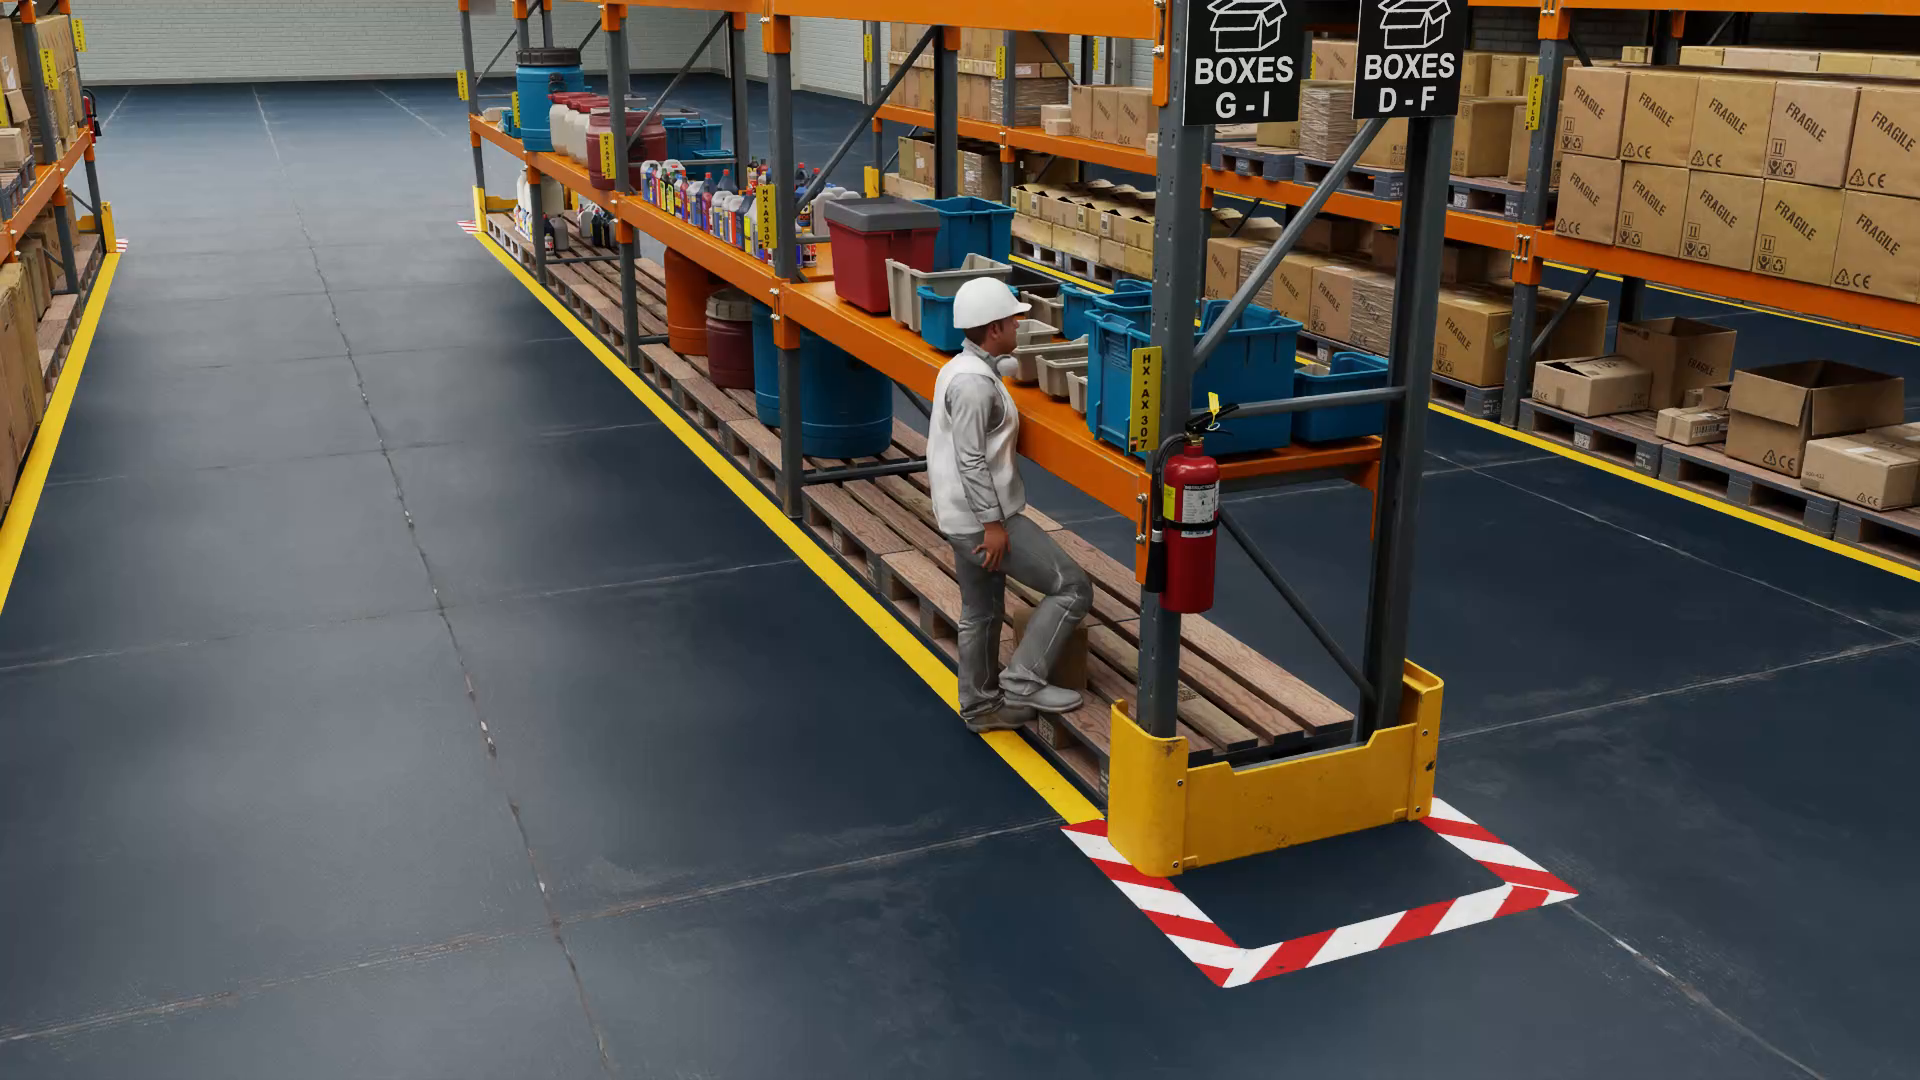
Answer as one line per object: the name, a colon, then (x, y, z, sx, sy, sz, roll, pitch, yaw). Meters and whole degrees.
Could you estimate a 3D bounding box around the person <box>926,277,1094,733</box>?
person: (0.181, -0.096, 6.271, 0.609, 1.778, 0.637, -2, 19, -6)
